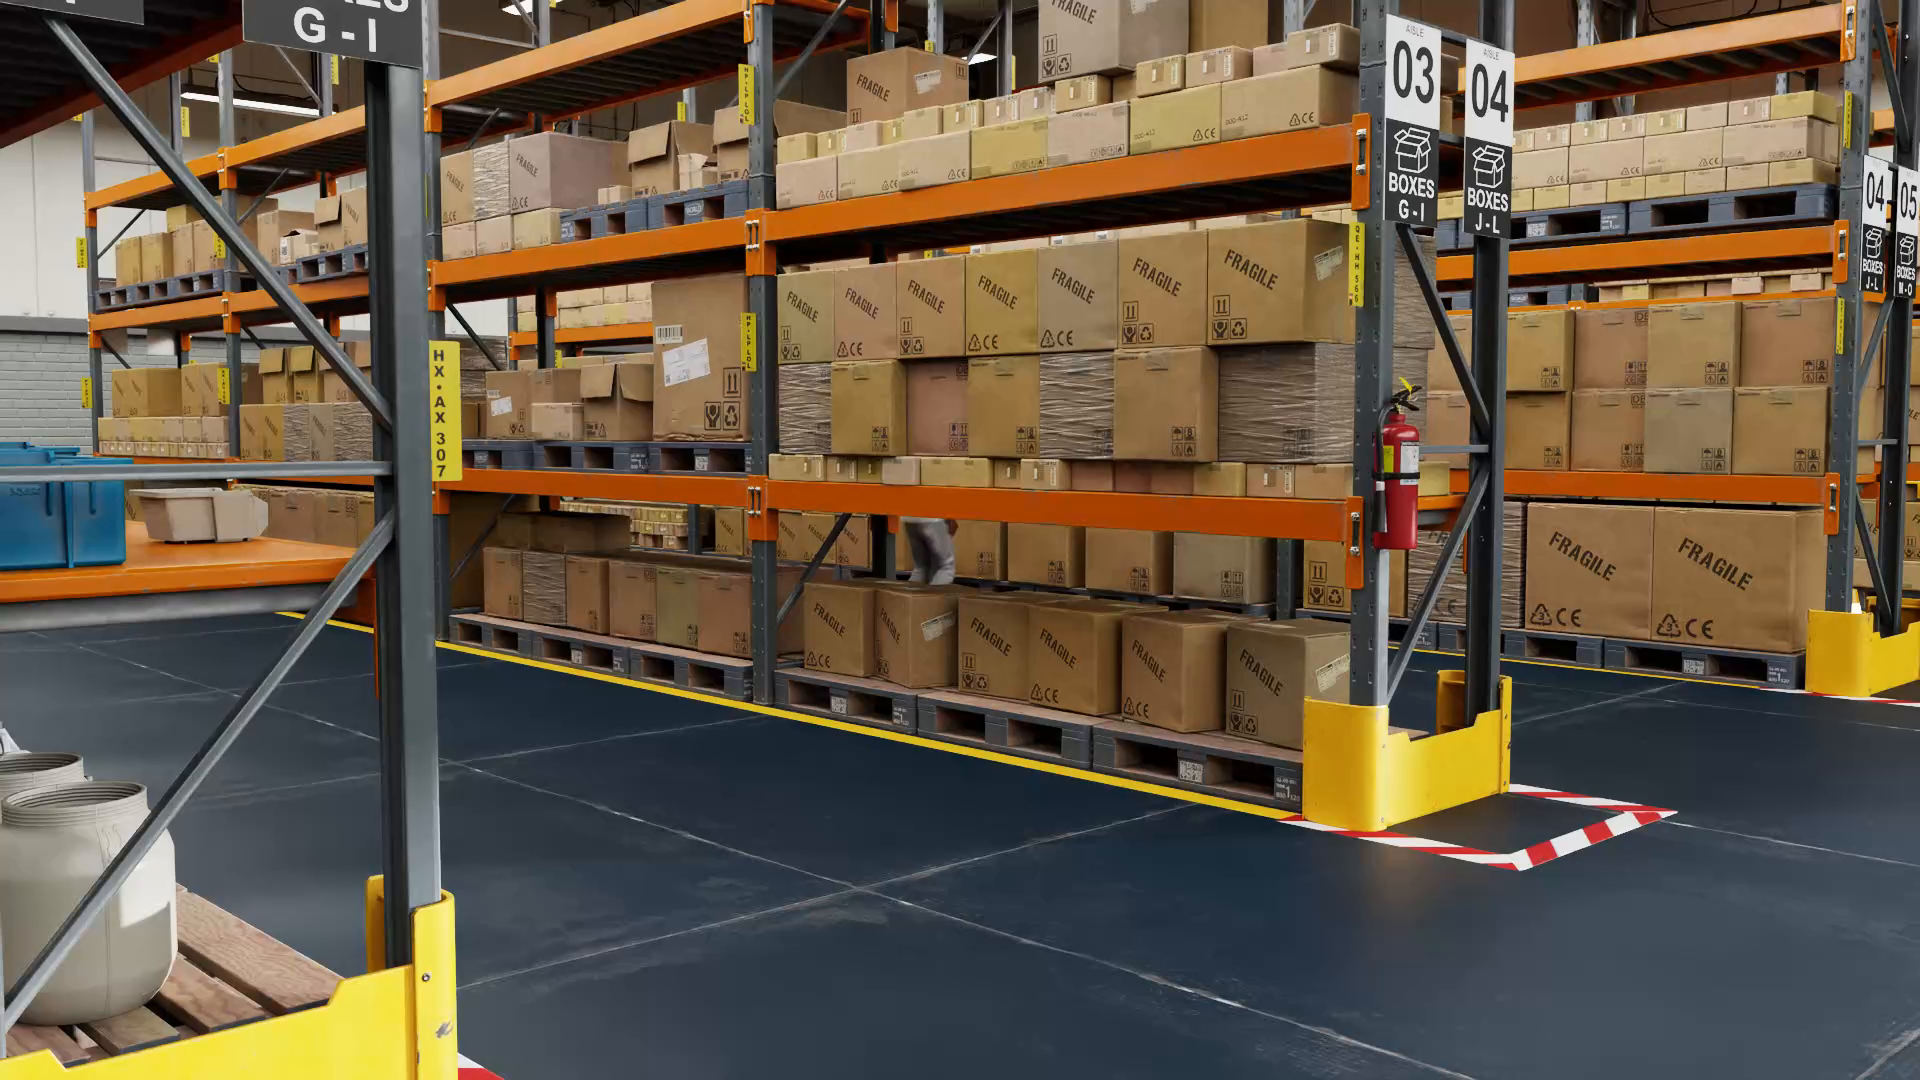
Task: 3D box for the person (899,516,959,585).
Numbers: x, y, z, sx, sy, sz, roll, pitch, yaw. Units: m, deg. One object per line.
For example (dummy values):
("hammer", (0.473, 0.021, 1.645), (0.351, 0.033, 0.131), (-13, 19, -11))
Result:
("person", (-0.251, -0.156, 13.282), (0.453, 1.718, 0.591), (-4, 5, -42))
